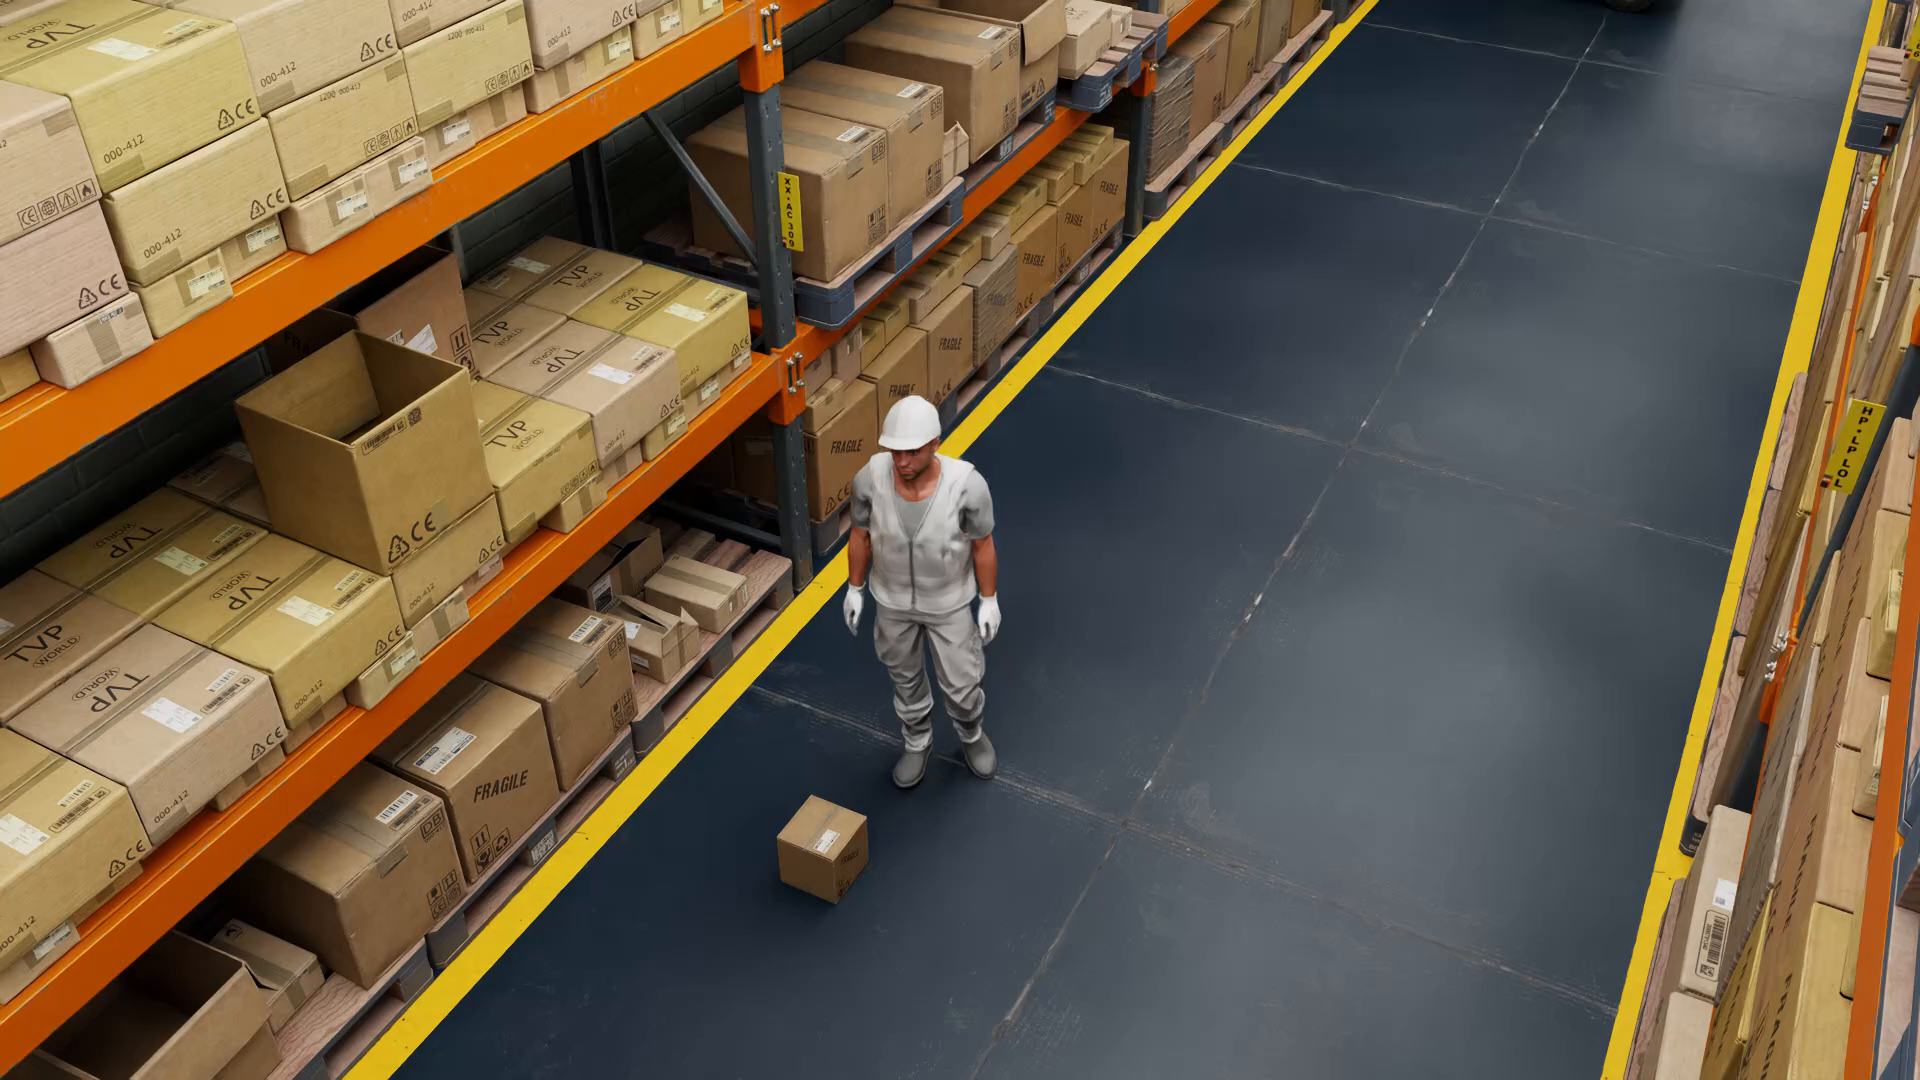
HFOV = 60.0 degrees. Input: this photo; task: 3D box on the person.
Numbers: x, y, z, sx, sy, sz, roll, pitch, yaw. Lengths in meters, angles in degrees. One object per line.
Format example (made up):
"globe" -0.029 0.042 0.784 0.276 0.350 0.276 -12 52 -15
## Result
"person" -0.140 0.213 6.339 0.608 1.801 0.397 7 38 9
